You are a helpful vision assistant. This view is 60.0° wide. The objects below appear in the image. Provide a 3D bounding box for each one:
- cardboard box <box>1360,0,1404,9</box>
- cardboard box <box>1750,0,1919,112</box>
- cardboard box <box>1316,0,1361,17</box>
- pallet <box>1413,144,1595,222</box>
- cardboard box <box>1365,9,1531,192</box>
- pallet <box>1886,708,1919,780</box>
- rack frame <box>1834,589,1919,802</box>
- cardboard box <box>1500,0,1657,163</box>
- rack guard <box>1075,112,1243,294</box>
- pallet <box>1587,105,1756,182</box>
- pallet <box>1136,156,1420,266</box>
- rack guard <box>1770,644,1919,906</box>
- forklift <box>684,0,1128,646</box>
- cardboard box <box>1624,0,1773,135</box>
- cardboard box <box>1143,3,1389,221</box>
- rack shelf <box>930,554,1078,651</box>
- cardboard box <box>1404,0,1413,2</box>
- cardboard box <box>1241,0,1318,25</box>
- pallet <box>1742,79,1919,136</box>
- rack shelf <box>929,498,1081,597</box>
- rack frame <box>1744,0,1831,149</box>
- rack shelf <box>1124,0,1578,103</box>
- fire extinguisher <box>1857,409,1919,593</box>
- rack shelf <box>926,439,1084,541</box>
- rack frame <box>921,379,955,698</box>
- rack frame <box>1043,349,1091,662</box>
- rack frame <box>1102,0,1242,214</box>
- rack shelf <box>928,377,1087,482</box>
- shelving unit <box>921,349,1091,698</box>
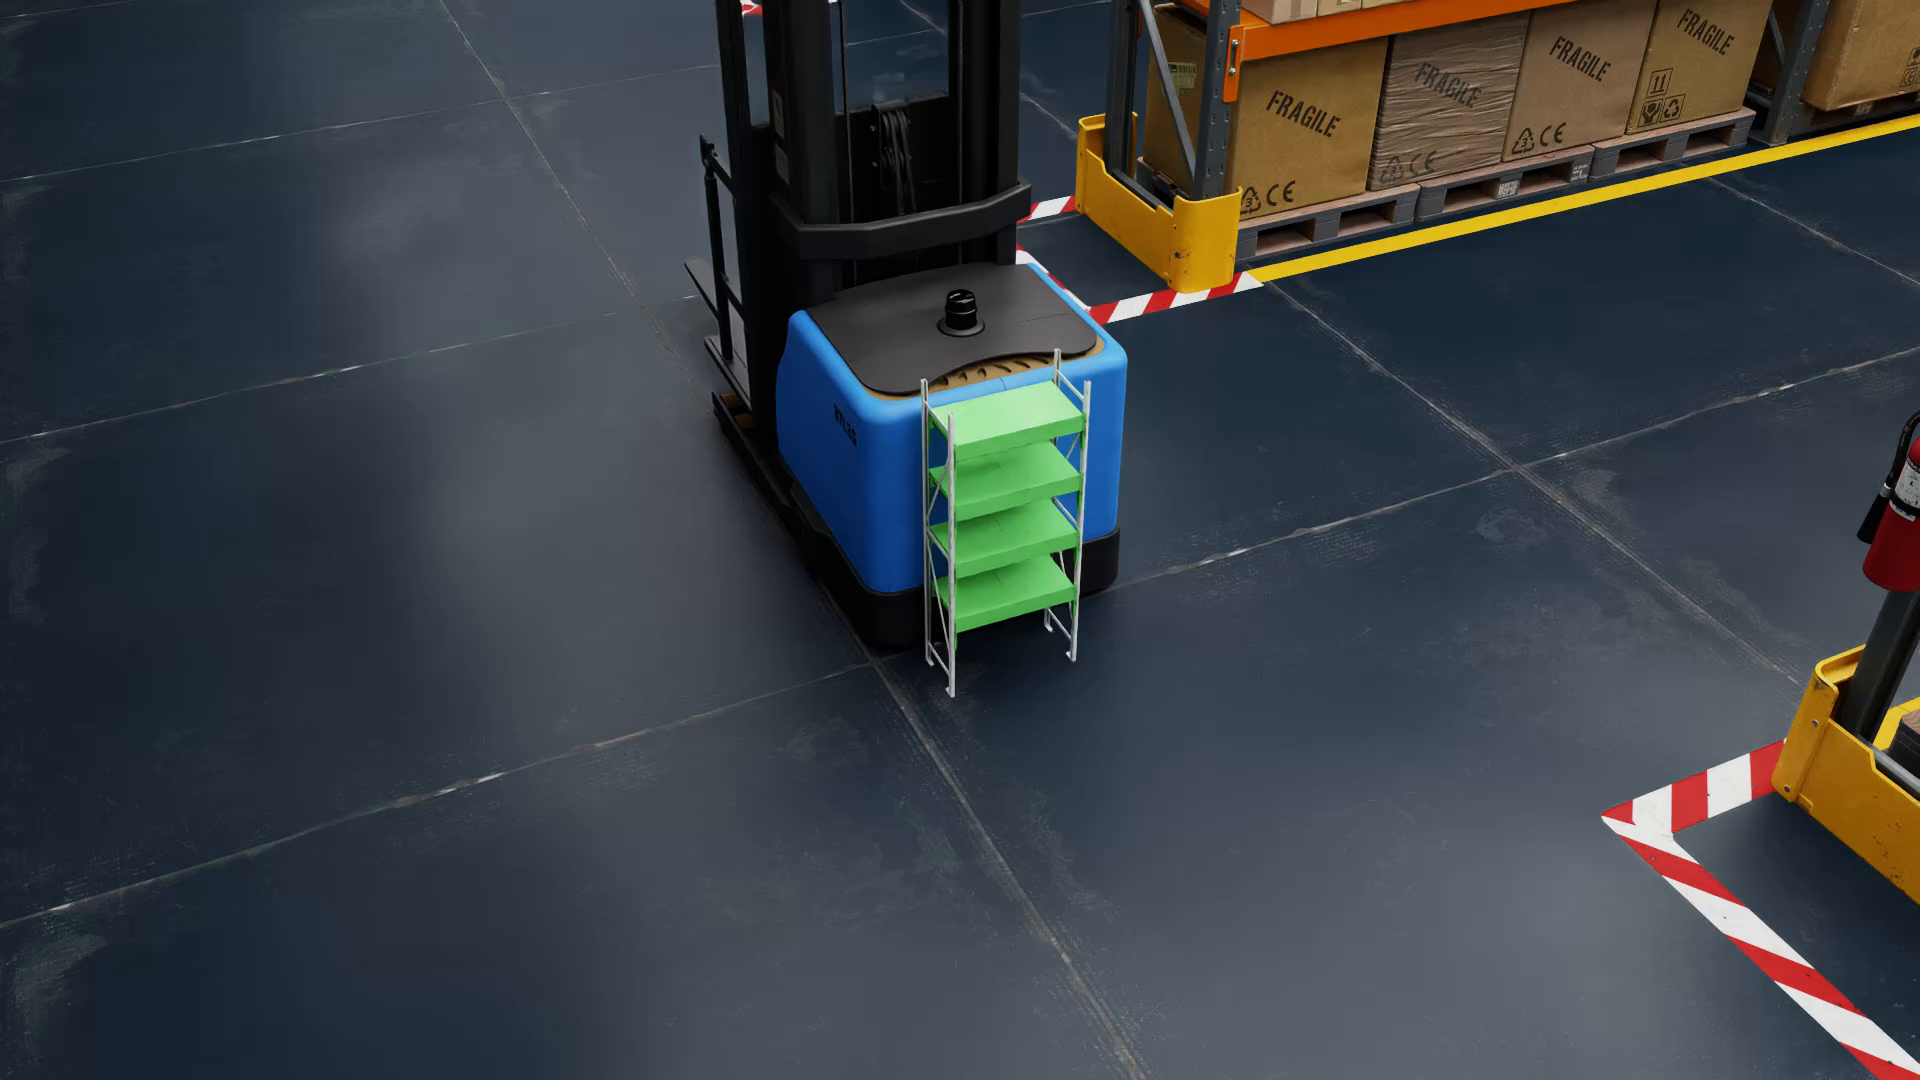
[{"bbox_3d":[1.968,-2.747,8.146,0.250,0.149,0.380,-17,40,-21],"label":"cardboard box"},{"bbox_3d":[5.235,-3.306,10.120,0.875,0.875,1.225,-15,39,-20],"label":"cardboard box"},{"bbox_3d":[1.736,-2.682,8.059,0.250,0.149,0.380,-16,40,-21],"label":"cardboard box"},{"bbox_3d":[2.836,-2.236,9.588,1.213,0.211,1.003,-16,39,-20],"label":"pallet"},{"bbox_3d":[2.412,-2.556,9.109,0.875,0.875,0.875,-16,39,-20],"label":"cardboard box"},{"bbox_3d":[3.910,0.798,5.497,1.213,0.211,1.003,-16,39,-20],"label":"pallet"},{"bbox_3d":[3.147,-0.134,4.413,0.127,3.000,1.000,-16,39,-20],"label":"rack frame"},{"bbox_3d":[3.217,-2.781,9.413,0.875,0.875,0.875,-16,39,-20],"label":"cardboard box"},{"bbox_3d":[1.021,-1.795,8.751,0.348,0.500,1.175,-16,39,-20],"label":"rack guard"},{"bbox_3d":[3.942,-2.547,10.007,1.213,0.211,1.003,-16,39,-20],"label":"pallet"},{"bbox_3d":[1.733,-1.930,9.175,1.213,0.211,1.003,-16,39,-20],"label":"pallet"},{"bbox_3d":[3.131,0.883,5.140,0.348,0.500,1.175,-16,39,-20],"label":"rack guard"},{"bbox_3d":[-0.449,-1.659,6.526,1.130,2.935,3.031,-15,39,-19],"label":"forklift"},{"bbox_3d":[4.032,-3.009,9.720,0.875,0.875,0.875,-16,39,-20],"label":"cardboard box"},{"bbox_3d":[1.588,-2.326,8.798,0.875,0.875,0.875,-16,39,-20],"label":"cardboard box"},{"bbox_3d":[0.150,0.206,5.975,0.480,0.148,0.258,-15,39,-19],"label":"rack shelf"},{"bbox_3d":[2.203,-2.813,8.236,0.250,0.149,0.380,-16,40,-21],"label":"cardboard box"},{"bbox_3d":[1.504,-2.616,7.970,0.250,0.149,0.380,-15,39,-19],"label":"cardboard box"},{"bbox_3d":[5.330,-2.934,10.528,1.213,0.211,1.003,-16,39,-20],"label":"pallet"},{"bbox_3d":[0.150,0.013,5.832,0.480,0.148,0.258,-15,39,-19],"label":"rack shelf"},{"bbox_3d":[4.664,-3.818,9.379,0.127,3.000,1.000,-16,39,-20],"label":"rack frame"},{"bbox_3d":[2.853,-3.022,8.911,4.000,0.370,1.077,-16,39,-20],"label":"rack shelf"},{"bbox_3d":[2.818,-0.160,4.826,0.183,0.674,0.296,-16,39,-20],"label":"fire extinguisher"},{"bbox_3d":[0.150,-0.179,5.689,0.480,0.148,0.258,-15,39,-19],"label":"rack shelf"},{"bbox_3d":[-0.073,0.021,5.714,0.015,1.200,0.240,-15,39,-19],"label":"rack frame"},{"bbox_3d":[0.373,-0.097,5.873,0.015,1.200,0.240,-15,39,-19],"label":"rack frame"},{"bbox_3d":[1.043,-2.805,8.014,0.127,3.000,1.000,-16,39,-20],"label":"rack frame"},{"bbox_3d":[0.150,-0.372,5.546,0.480,0.148,0.258,-15,39,-19],"label":"rack shelf"},{"bbox_3d":[0.150,-0.038,5.794,0.503,1.200,0.258,-15,39,-19],"label":"shelving unit"}]
